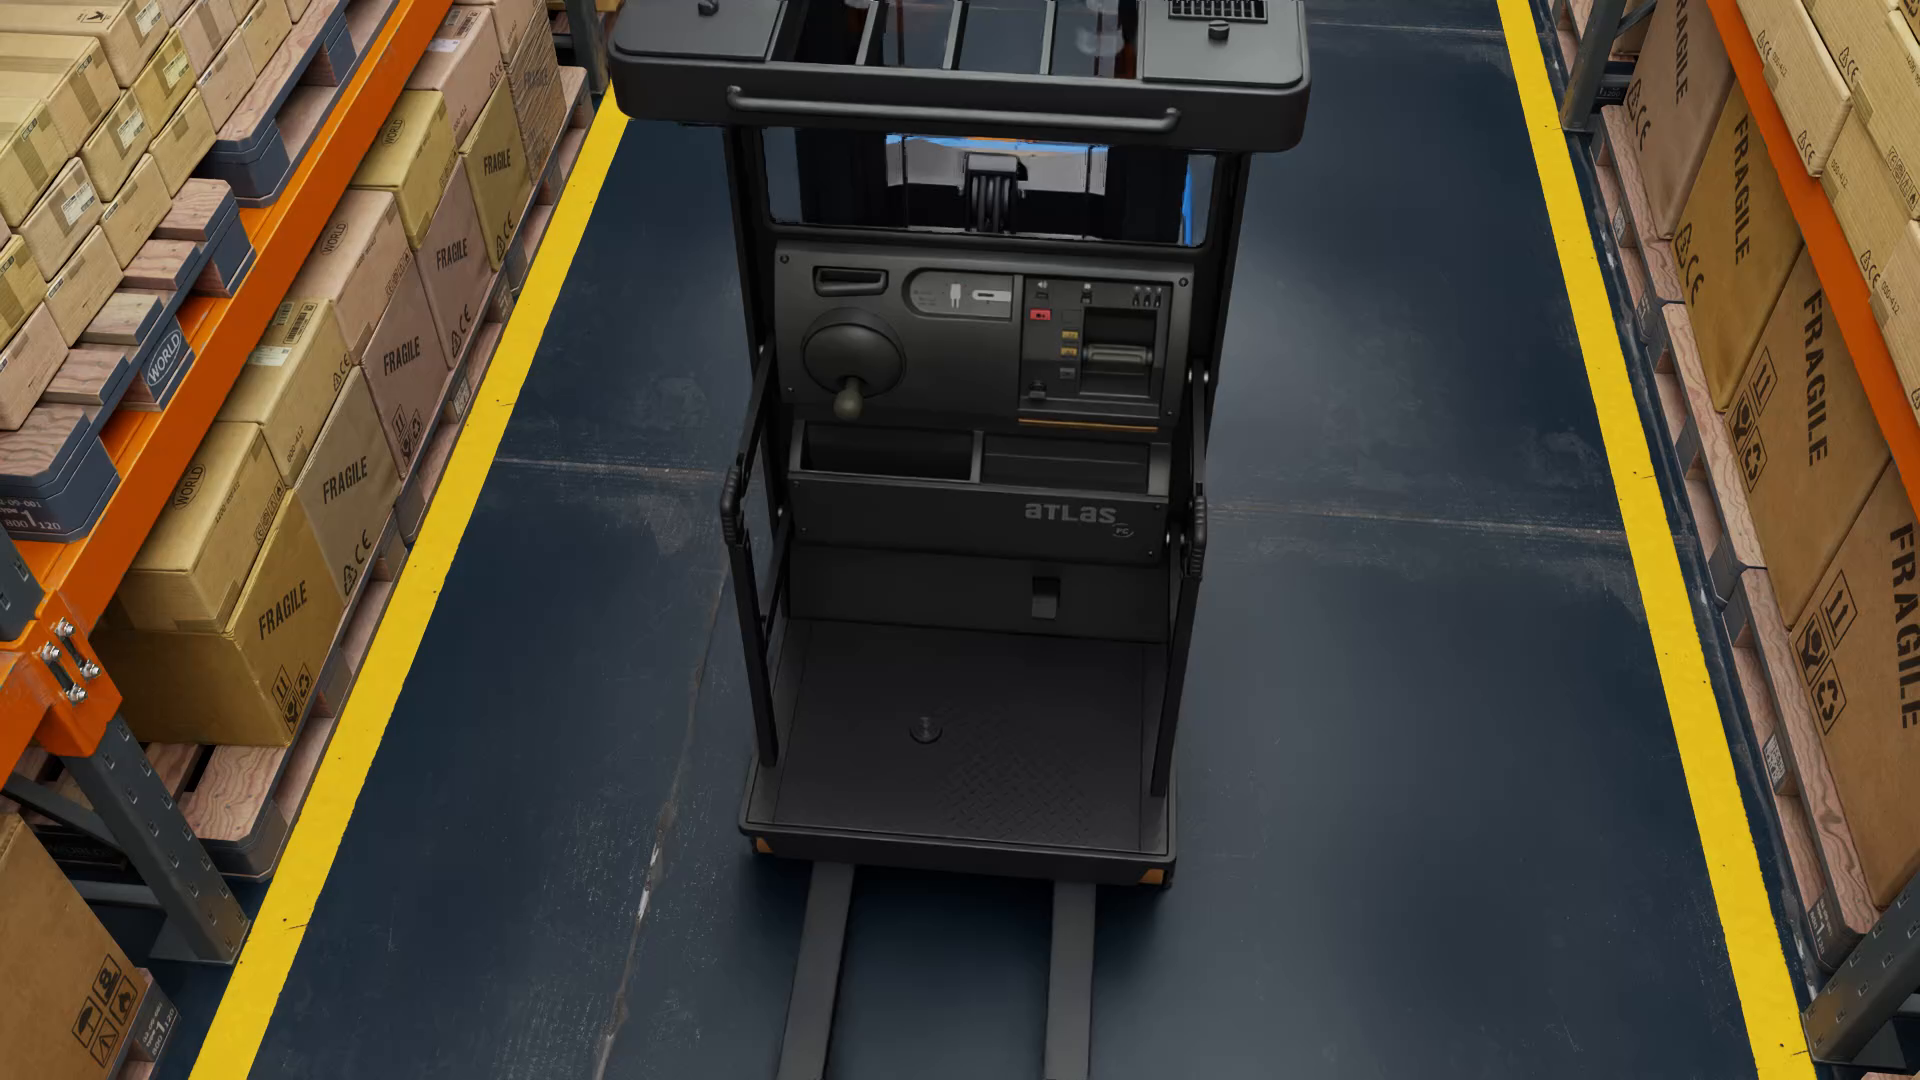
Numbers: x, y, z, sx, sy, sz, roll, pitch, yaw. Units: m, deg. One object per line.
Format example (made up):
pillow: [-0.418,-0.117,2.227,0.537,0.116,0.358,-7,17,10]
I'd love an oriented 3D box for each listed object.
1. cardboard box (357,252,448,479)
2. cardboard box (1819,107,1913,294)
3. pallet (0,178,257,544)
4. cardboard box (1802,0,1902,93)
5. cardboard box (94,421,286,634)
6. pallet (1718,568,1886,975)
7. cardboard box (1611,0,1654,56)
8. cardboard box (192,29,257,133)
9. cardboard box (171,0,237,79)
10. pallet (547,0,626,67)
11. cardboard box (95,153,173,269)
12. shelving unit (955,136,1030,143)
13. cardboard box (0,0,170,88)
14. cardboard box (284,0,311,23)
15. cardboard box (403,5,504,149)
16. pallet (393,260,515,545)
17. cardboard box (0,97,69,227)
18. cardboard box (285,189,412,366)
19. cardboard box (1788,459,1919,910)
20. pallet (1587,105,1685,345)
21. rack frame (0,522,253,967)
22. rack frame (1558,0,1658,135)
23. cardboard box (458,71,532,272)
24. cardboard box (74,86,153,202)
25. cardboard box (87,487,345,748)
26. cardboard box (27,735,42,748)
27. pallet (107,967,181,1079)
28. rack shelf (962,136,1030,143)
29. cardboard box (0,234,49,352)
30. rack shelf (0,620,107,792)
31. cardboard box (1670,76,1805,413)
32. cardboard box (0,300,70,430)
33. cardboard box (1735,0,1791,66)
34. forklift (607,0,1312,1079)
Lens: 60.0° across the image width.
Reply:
cardboard box: [-1.945,-0.548,5.128,0.500,0.500,0.500,3,48,3]
cardboard box: [2.471,-0.826,4.074,0.500,0.250,0.500,3,48,3]
pallet: [-2.389,-0.467,3.774,1.213,0.211,1.003,4,48,4]
cardboard box: [2.498,-1.369,4.232,0.500,0.250,0.500,3,48,2]
cardboard box: [-2.044,-0.042,4.157,0.500,0.250,0.500,2,48,2]
pallet: [2.738,0.625,4.535,1.003,0.211,1.213,4,48,4]
cardboard box: [3.119,-2.412,6.875,0.875,0.438,0.875,3,48,3]
cardboard box: [-2.013,-1.162,4.166,0.380,0.149,0.250,5,48,5]
cardboard box: [-2.014,-1.264,4.057,0.380,0.149,0.250,4,48,4]
pallet: [-1.958,-2.495,7.389,1.003,0.211,1.213,4,48,4]
cardboard box: [-2.058,-0.768,3.805,0.380,0.149,0.250,6,48,5]
shelving unit: [0.100,-0.950,5.401,0.215,1.050,0.252,6,46,5]
cardboard box: [-2.040,-1.157,3.758,0.380,0.149,0.250,2,48,2]
cardboard box: [-1.962,-1.538,4.510,0.380,0.149,0.250,2,48,2]
cardboard box: [-1.860,-1.550,5.536,0.500,0.250,0.500,6,48,5]
pallet: [-2.162,-0.528,5.590,1.003,0.211,1.213,4,48,4]
cardboard box: [-2.091,-0.783,3.415,0.380,0.149,0.250,3,48,2]
cardboard box: [-1.940,-0.778,4.830,0.500,0.250,0.500,4,48,4]
cardboard box: [2.736,0.331,4.069,0.875,0.875,0.875,3,48,3]
pallet: [2.960,-1.168,6.175,1.003,0.211,1.213,4,48,4]
rack frame: [-2.348,-0.001,3.218,1.000,3.000,0.127,4,48,4]
rack frame: [2.955,-2.681,5.670,1.000,3.000,0.127,4,48,4]
cardboard box: [-1.847,-1.300,5.816,0.500,0.500,0.500,3,48,3]
cardboard box: [-2.060,-0.895,3.720,0.380,0.149,0.250,3,48,2]
cardboard box: [-2.030,0.199,4.445,0.500,0.500,0.500,2,48,2]
cardboard box: [-2.548,0.200,4.444,0.500,0.500,0.500,4,48,3]
pallet: [-2.495,1.515,3.721,1.003,0.211,1.213,4,48,4]
rack shelf: [0.101,-1.142,5.207,0.215,0.259,0.240,6,46,5]
cardboard box: [-2.104,-0.499,3.358,0.380,0.149,0.250,6,48,5]
rack shelf: [-2.530,1.712,2.139,1.077,0.370,4.000,4,48,4]
cardboard box: [2.904,-0.981,5.269,0.875,0.875,0.875,5,48,5]
cardboard box: [-2.106,-0.373,3.444,0.380,0.149,0.250,3,48,3]
cardboard box: [2.544,-1.569,4.754,0.500,0.250,0.500,4,48,3]
forklift: [0.030,-0.349,3.583,1.130,2.935,3.031,4,48,4]
